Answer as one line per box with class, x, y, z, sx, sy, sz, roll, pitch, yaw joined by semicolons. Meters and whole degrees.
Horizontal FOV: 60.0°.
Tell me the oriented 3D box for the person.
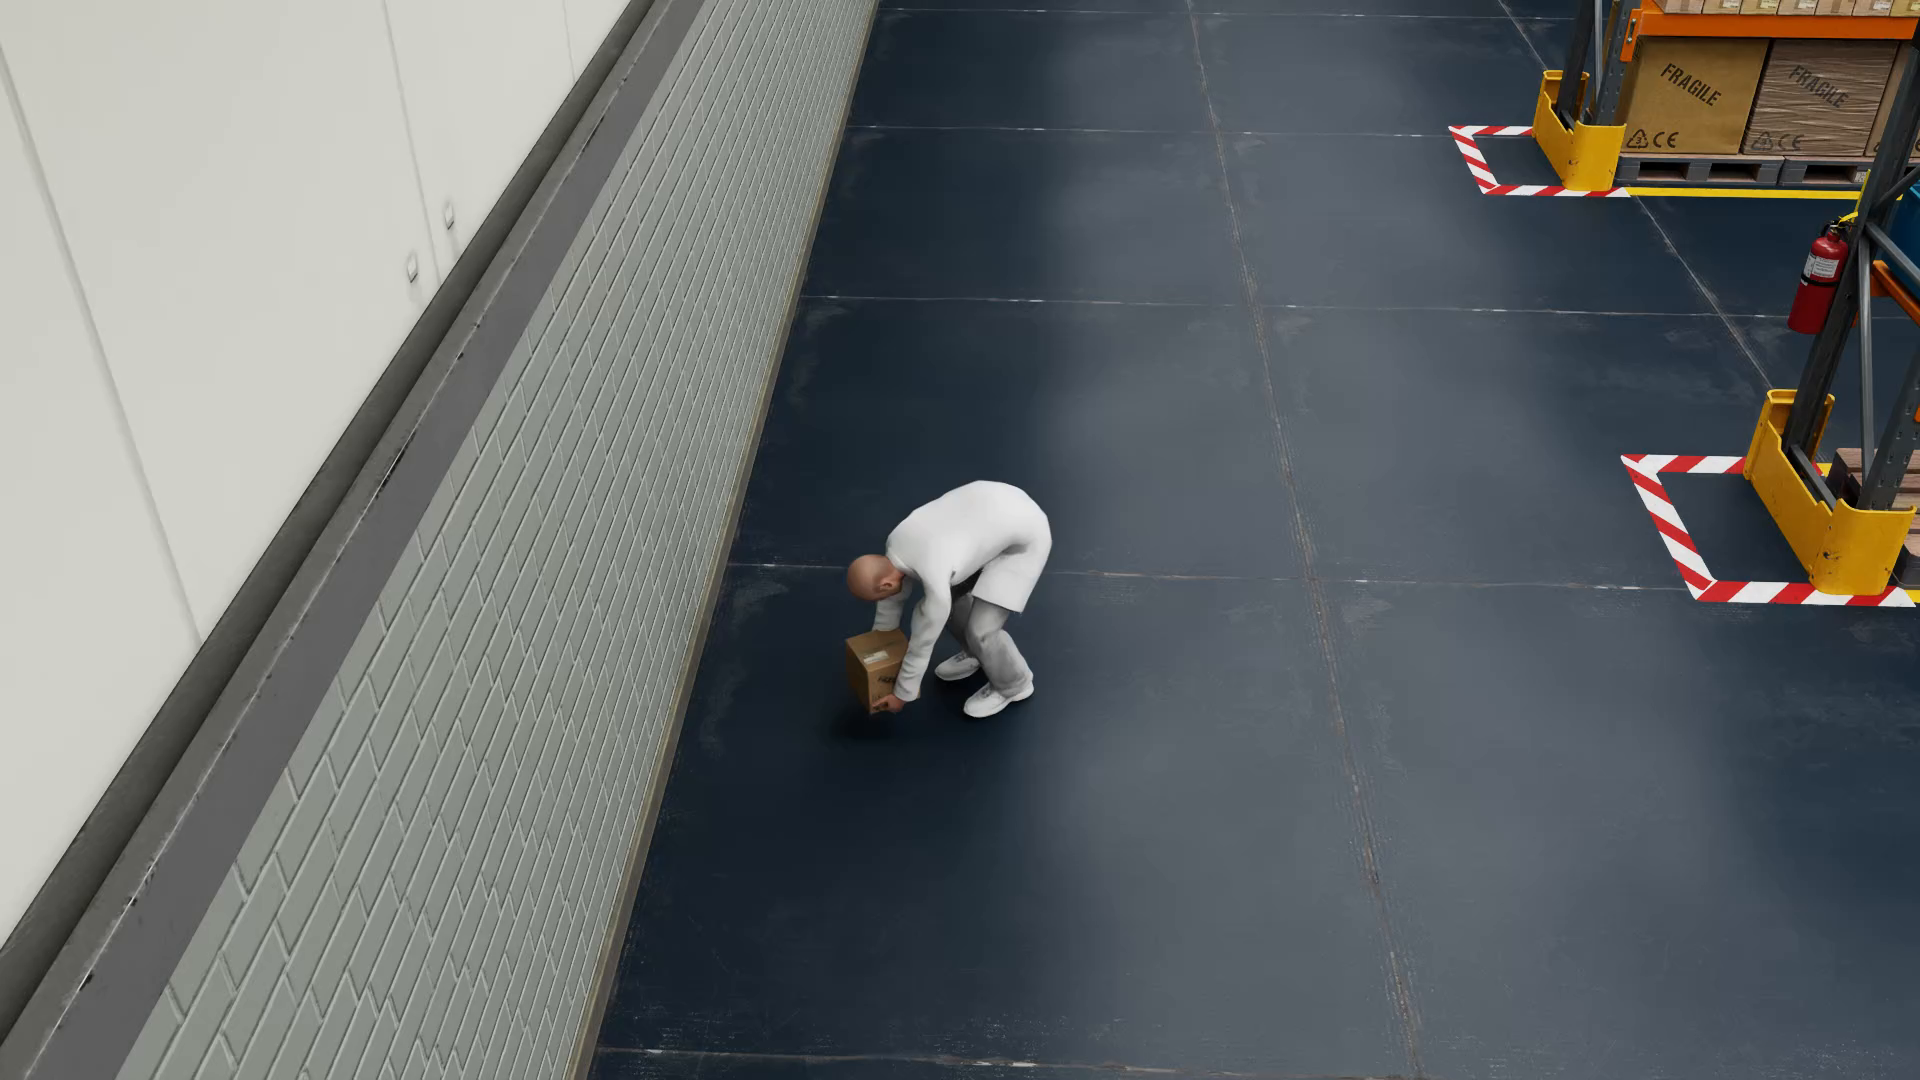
person;-0.049;0.292;7.335;0.947;1.065;0.584;-18;39;-23
